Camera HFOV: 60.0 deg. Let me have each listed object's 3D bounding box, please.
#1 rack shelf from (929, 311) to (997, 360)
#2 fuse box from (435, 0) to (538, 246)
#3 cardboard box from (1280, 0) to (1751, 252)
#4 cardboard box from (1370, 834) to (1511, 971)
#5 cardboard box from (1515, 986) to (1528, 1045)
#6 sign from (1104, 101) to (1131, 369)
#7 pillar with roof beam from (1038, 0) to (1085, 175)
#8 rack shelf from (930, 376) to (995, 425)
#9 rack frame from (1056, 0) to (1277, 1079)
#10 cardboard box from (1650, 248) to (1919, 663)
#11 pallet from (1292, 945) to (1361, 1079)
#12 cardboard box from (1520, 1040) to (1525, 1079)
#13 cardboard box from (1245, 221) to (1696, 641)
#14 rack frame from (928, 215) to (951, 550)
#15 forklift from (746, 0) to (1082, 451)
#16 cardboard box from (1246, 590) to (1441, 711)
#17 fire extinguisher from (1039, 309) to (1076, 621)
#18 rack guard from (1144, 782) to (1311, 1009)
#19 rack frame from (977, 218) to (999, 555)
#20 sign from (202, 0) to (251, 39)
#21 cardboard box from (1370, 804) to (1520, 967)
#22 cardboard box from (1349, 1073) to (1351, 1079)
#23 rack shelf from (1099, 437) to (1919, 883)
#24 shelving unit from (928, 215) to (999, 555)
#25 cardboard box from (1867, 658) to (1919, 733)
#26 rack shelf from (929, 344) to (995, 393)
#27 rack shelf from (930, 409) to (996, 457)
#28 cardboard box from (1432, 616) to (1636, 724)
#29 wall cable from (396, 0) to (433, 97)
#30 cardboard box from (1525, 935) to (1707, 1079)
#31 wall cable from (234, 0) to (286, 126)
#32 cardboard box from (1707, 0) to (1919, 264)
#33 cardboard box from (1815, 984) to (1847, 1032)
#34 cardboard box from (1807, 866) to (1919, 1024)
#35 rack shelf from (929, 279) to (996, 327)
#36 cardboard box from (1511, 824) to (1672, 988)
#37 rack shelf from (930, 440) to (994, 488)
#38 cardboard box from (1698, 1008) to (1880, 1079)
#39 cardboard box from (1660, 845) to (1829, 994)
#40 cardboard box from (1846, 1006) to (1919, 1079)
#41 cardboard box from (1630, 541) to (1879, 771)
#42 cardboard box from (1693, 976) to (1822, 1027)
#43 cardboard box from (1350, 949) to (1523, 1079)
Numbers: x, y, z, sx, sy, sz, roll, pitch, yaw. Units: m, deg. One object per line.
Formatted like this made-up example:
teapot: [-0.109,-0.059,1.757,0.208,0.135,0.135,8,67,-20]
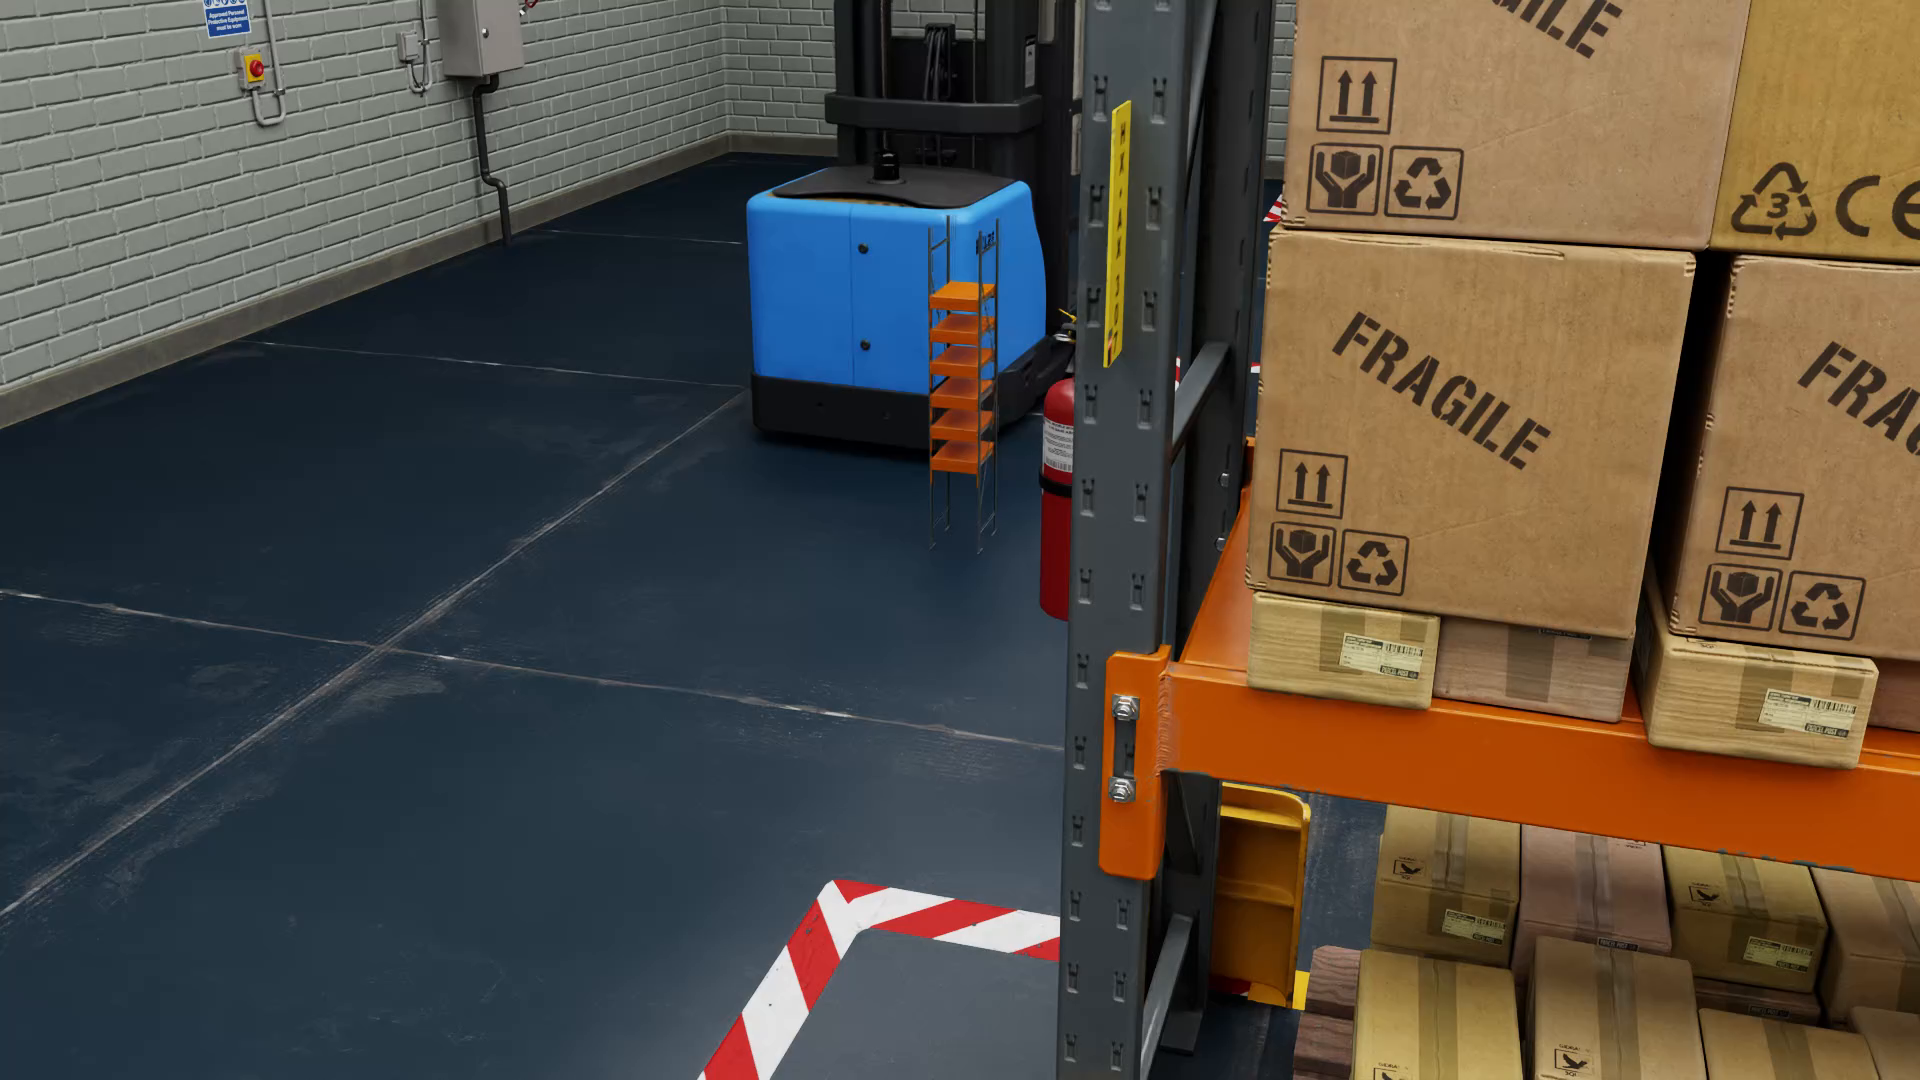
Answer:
rack shelf: [0.014,-0.734,5.964,0.180,0.103,0.258,7,23,16]
fuse box: [-2.967,-2.756,10.733,0.414,1.711,0.539,7,23,16]
cardboard box: [0.711,-0.686,2.149,0.500,0.500,0.500,6,23,15]
cardboard box: [0.946,0.756,3.286,0.250,0.149,0.380,6,23,14]
cardboard box: [1.181,0.804,3.168,0.250,0.149,0.380,6,23,14]
sign: [0.202,-0.389,2.124,0.005,0.325,0.100,7,23,16]
pillar with roof beam: [-0.443,-5.633,8.145,0.400,9.000,9.100,7,23,16]
rack shelf: [0.014,-0.512,6.055,0.180,0.103,0.258,7,23,16]
rack frame: [0.358,-0.185,2.769,0.127,3.000,1.000,7,23,16]
cardboard box: [1.228,-0.170,2.208,0.500,0.500,0.500,7,23,16]
pallet: [1.198,1.215,3.029,1.213,0.211,1.003,7,23,16]
cardboard box: [1.031,1.003,2.683,0.250,0.149,0.380,6,23,15]
cardboard box: [0.708,-0.220,2.329,0.500,0.500,0.500,8,24,18]
rack frame: [-0.074,-0.564,6.063,0.006,1.200,0.240,7,23,16]
forklift: [0.079,-2.251,7.894,1.130,2.935,3.031,8,24,19]
cardboard box: [0.574,0.086,2.440,0.250,0.149,0.380,6,23,15]
fire extinguisher: [0.250,-0.172,3.331,0.183,0.674,0.296,7,23,16]
rack guard: [0.431,0.980,3.223,0.348,0.500,1.175,7,23,16]
rack frame: [0.101,-0.543,6.014,0.006,1.200,0.240,7,23,16]
sign: [-3.786,-2.719,8.589,0.001,0.218,0.327,7,23,16]
cardboard box: [0.938,0.630,3.200,0.250,0.149,0.380,7,23,16]
cardboard box: [0.786,0.953,2.807,0.250,0.149,0.380,8,23,18]
rack shelf: [2.273,0.367,2.371,4.000,0.370,1.077,7,23,16]
shelving unit: [0.014,-0.554,6.038,0.189,1.200,0.258,7,23,16]
cardboard box: [1.359,0.126,2.341,0.250,0.149,0.380,8,24,18]
rack shelf: [0.014,-0.623,6.010,0.180,0.103,0.258,7,23,16]
rack shelf: [0.014,-0.401,6.101,0.180,0.103,0.258,7,23,16]
cardboard box: [0.829,0.098,2.408,0.250,0.149,0.380,7,23,17]
wall cable: [-3.315,-3.591,9.733,0.122,1.984,0.588,7,23,16]
cardboard box: [1.060,0.832,2.709,0.250,0.149,0.380,7,23,16]
wall cable: [-3.714,-3.089,8.468,0.123,1.953,0.585,7,23,16]
cardboard box: [1.196,-0.633,2.020,0.500,0.500,0.500,7,23,17]
cardboard box: [1.671,0.879,2.985,0.250,0.149,0.380,6,23,15]
cardboard box: [1.676,0.712,3.000,0.250,0.149,0.380,6,23,13]
rack shelf: [0.014,-0.845,5.919,0.180,0.103,0.258,7,23,16]
cardboard box: [1.162,0.679,3.082,0.250,0.149,0.380,7,23,17]
rack shelf: [0.014,-0.290,6.146,0.180,0.103,0.258,7,23,16]
cardboard box: [1.264,0.906,2.529,0.250,0.149,0.380,6,23,15]
cardboard box: [1.447,0.661,3.126,0.250,0.149,0.380,6,23,14]
cardboard box: [1.526,0.903,2.536,0.250,0.149,0.380,5,23,13]
cardboard box: [1.071,0.147,2.289,0.250,0.149,0.380,6,23,14]
cardboard box: [1.444,0.812,3.148,0.250,0.149,0.380,6,23,13]
cardboard box: [0.762,0.845,2.677,0.250,0.149,0.380,5,23,13]
